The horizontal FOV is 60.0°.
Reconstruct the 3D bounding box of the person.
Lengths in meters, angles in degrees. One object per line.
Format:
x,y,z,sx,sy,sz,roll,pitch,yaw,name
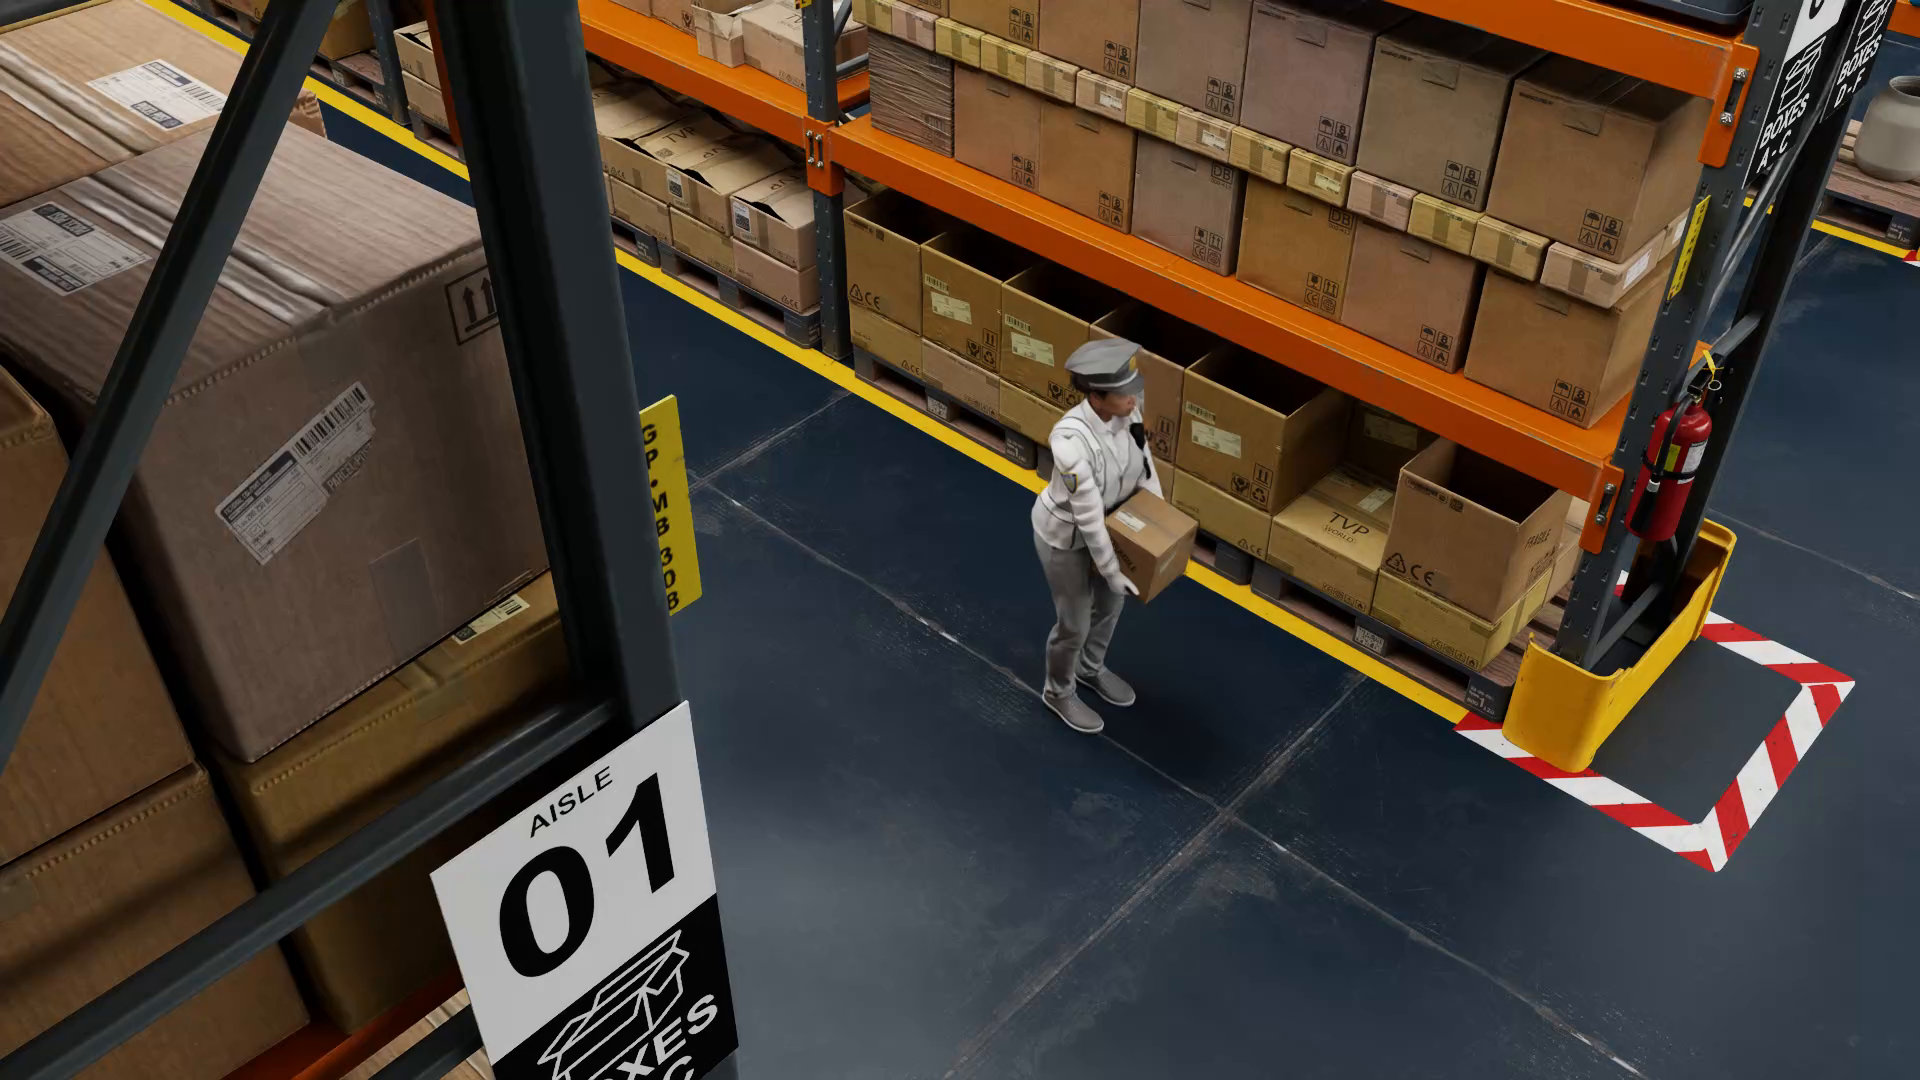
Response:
0.533,0.005,6.145,0.535,1.677,0.417,29,48,30,person
